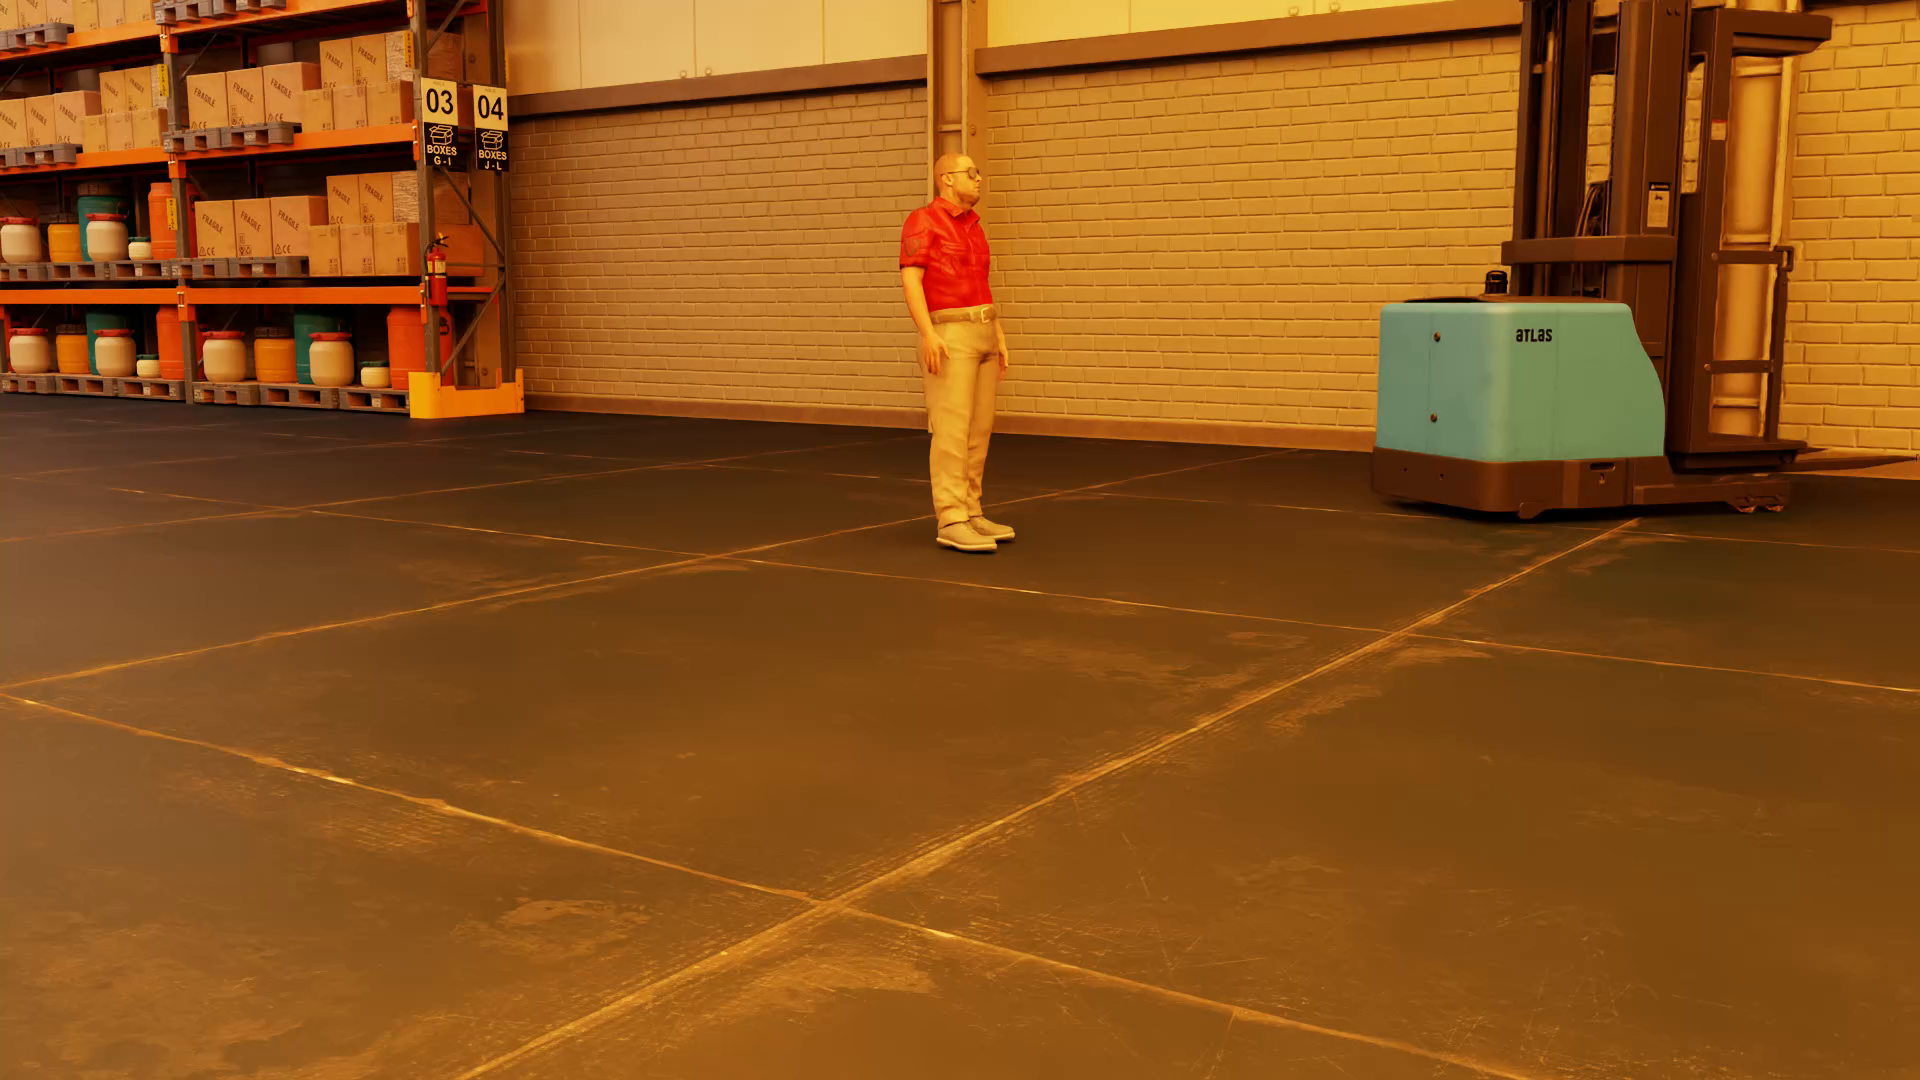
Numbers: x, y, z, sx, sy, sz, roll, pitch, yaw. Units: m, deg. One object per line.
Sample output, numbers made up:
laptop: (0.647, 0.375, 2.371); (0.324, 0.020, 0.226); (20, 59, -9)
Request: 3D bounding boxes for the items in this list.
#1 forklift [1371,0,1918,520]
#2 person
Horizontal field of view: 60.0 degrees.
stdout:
forklift: (3.782, -1.655, 8.831); (3.031, 2.935, 1.130); (-3, 9, -20)
person: (0.067, -0.854, 7.421); (0.551, 1.727, 0.640); (5, 10, 34)
